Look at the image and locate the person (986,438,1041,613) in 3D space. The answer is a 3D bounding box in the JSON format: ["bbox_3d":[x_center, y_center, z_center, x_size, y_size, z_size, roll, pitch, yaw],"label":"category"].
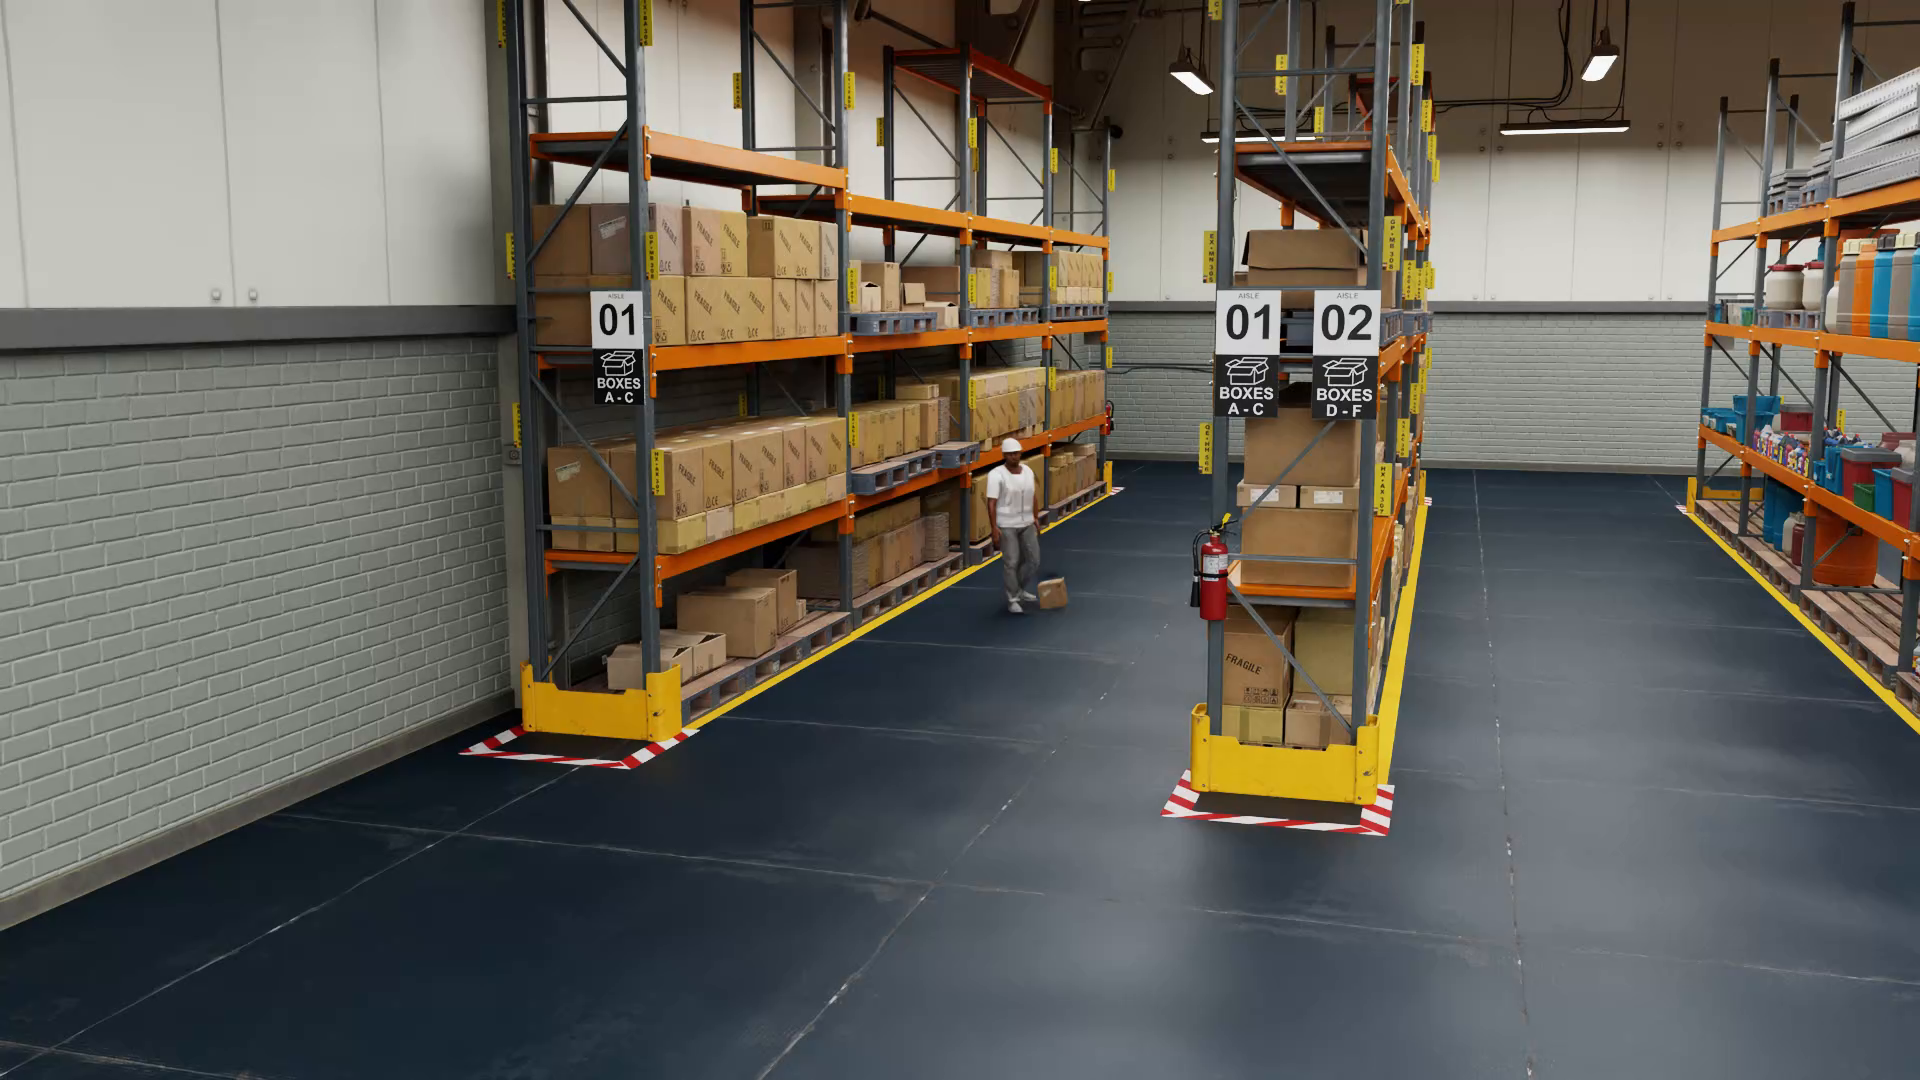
[{"bbox_3d":[0.541,-0.155,16.792,0.653,1.766,0.461,-5,10,-32],"label":"person"}]
